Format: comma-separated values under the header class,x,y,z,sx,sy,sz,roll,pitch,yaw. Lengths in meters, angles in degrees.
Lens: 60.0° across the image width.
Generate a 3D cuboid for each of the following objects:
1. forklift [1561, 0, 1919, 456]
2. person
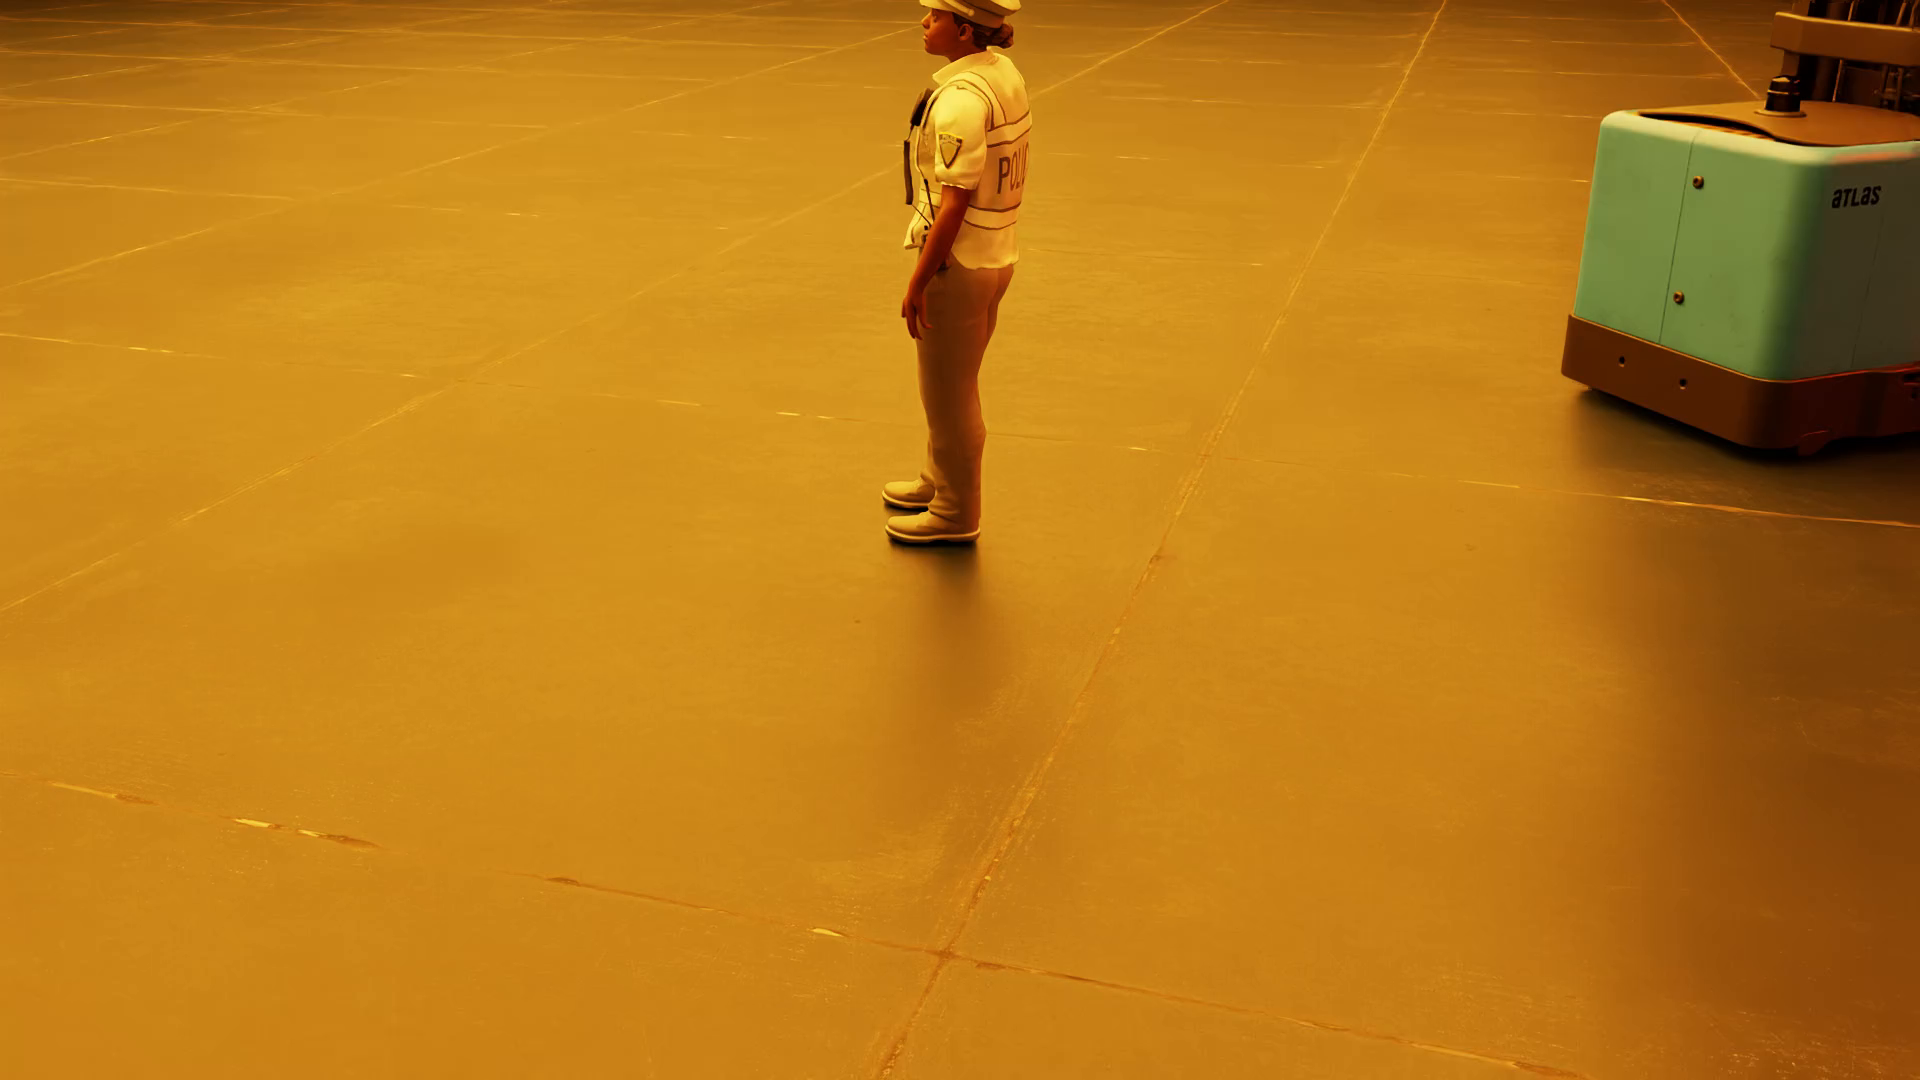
class,x,y,z,sx,sy,sz,roll,pitch,yaw
forklift,3.920,-1.990,6.099,3.031,2.935,1.130,-9,24,-20
person,-0.062,-0.809,4.842,0.530,1.695,0.548,7,23,16
